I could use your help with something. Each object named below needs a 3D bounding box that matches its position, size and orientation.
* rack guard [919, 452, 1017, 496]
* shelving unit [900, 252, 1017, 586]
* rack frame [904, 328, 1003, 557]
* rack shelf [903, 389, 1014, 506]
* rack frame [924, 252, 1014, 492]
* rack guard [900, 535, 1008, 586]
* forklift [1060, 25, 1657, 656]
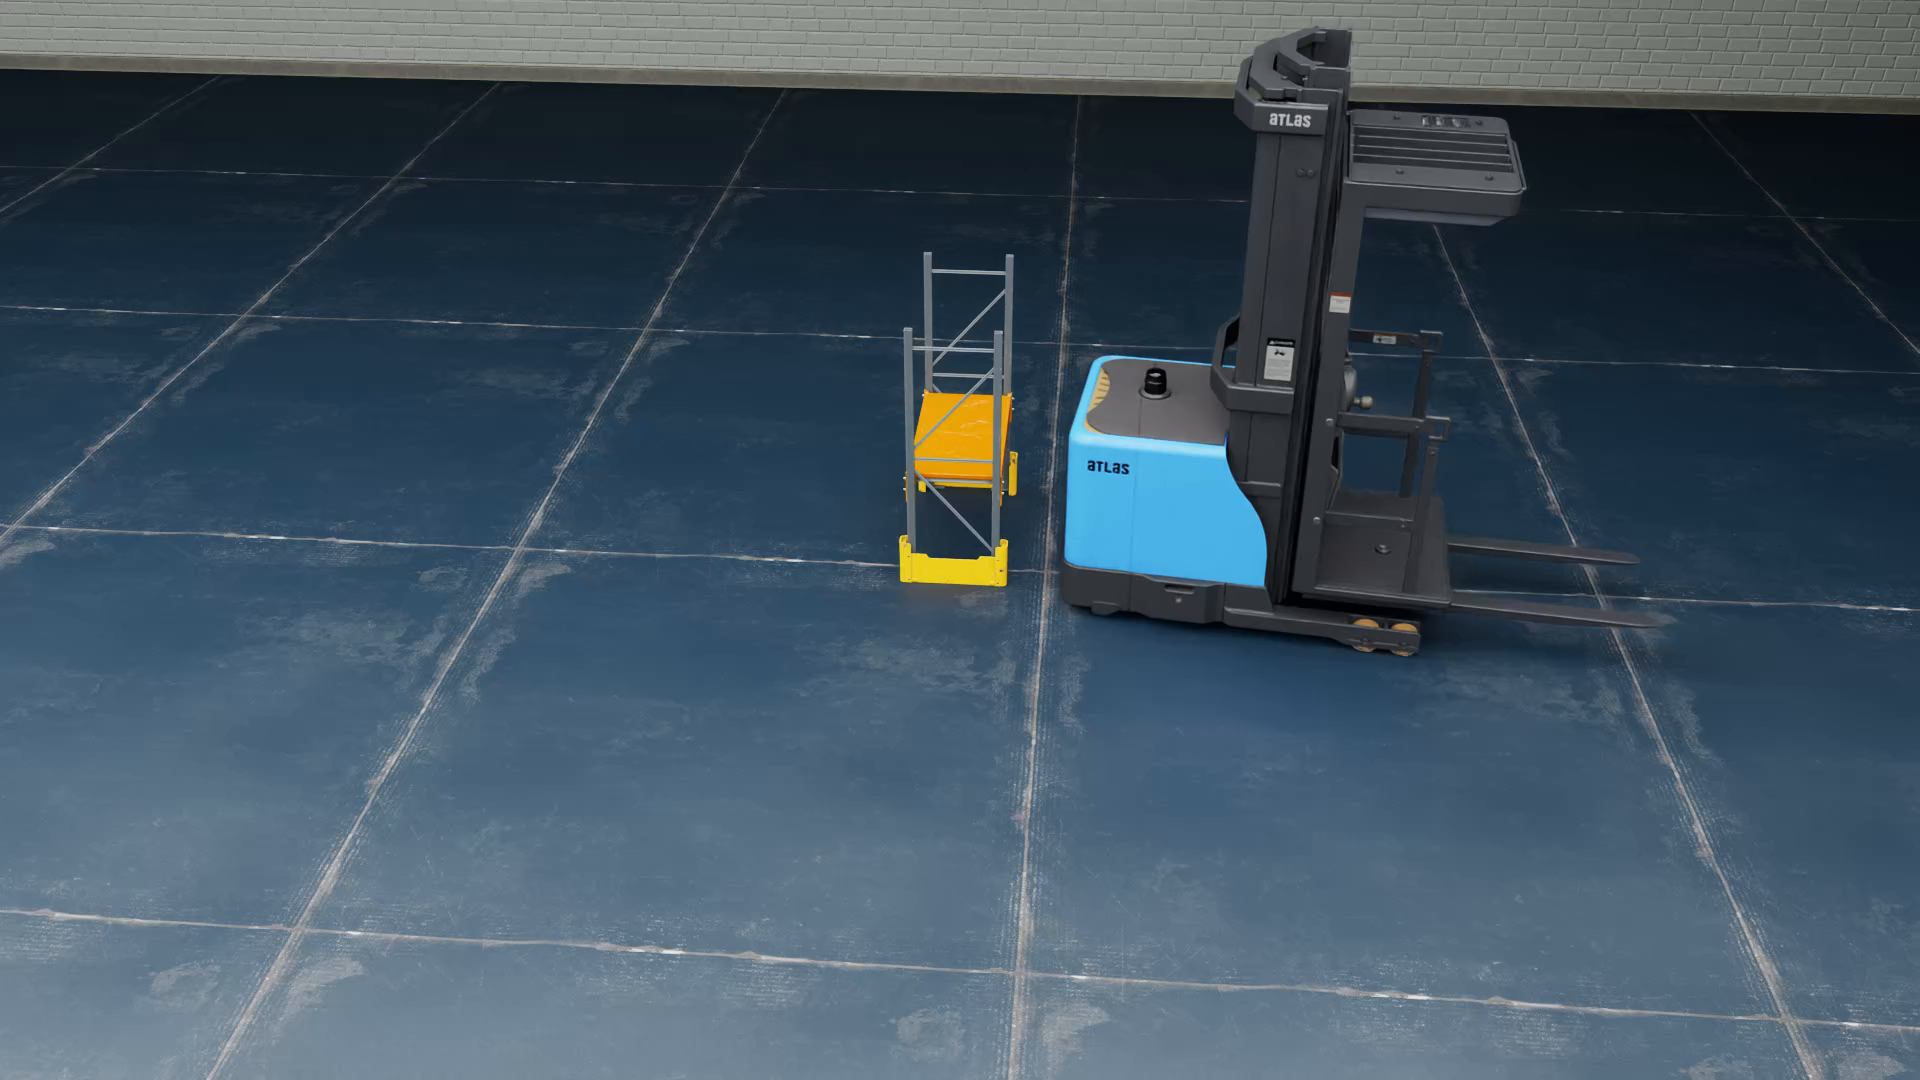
[{"bbox_3d":[0.047,-0.407,9.952,0.587,0.250,0.087,2,32,4],"label":"rack guard"},{"bbox_3d":[0.006,-0.678,9.201,0.587,1.500,1.083,2,32,4],"label":"shelving unit"},{"bbox_3d":[-0.034,-0.417,8.778,0.500,1.500,0.032,2,32,4],"label":"rack frame"},{"bbox_3d":[0.007,-0.530,9.304,0.538,0.185,1.000,2,32,4],"label":"rack shelf"},{"bbox_3d":[0.048,-0.949,9.641,0.500,1.500,0.032,2,32,4],"label":"rack frame"},{"bbox_3d":[-0.034,0.114,9.107,0.587,0.250,0.087,2,32,4],"label":"rack guard"},{"bbox_3d":[2.110,-0.957,8.289,3.031,2.935,1.130,6,32,10],"label":"forklift"}]
